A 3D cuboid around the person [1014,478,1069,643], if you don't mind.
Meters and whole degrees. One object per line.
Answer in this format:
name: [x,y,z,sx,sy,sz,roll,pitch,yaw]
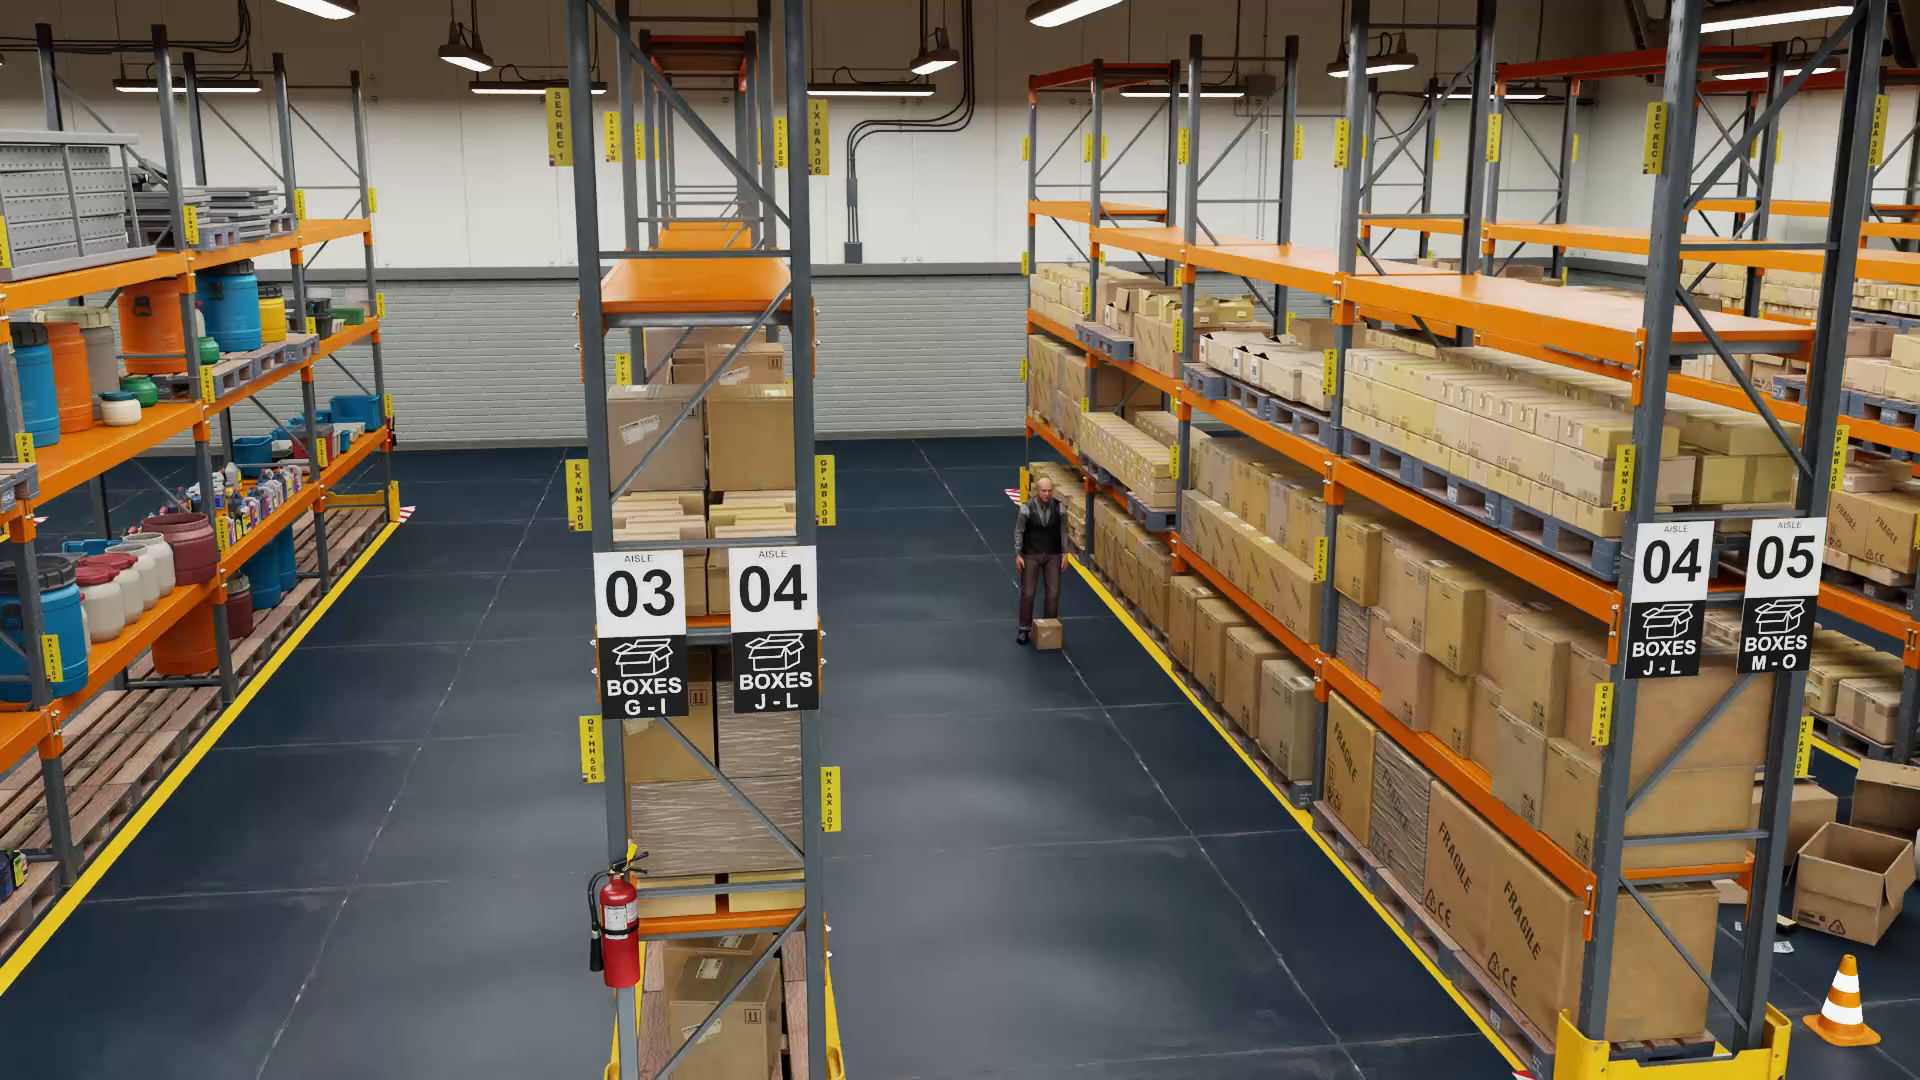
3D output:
person: [0.845,0.243,17.215,0.581,1.619,0.462,-2,13,-8]
